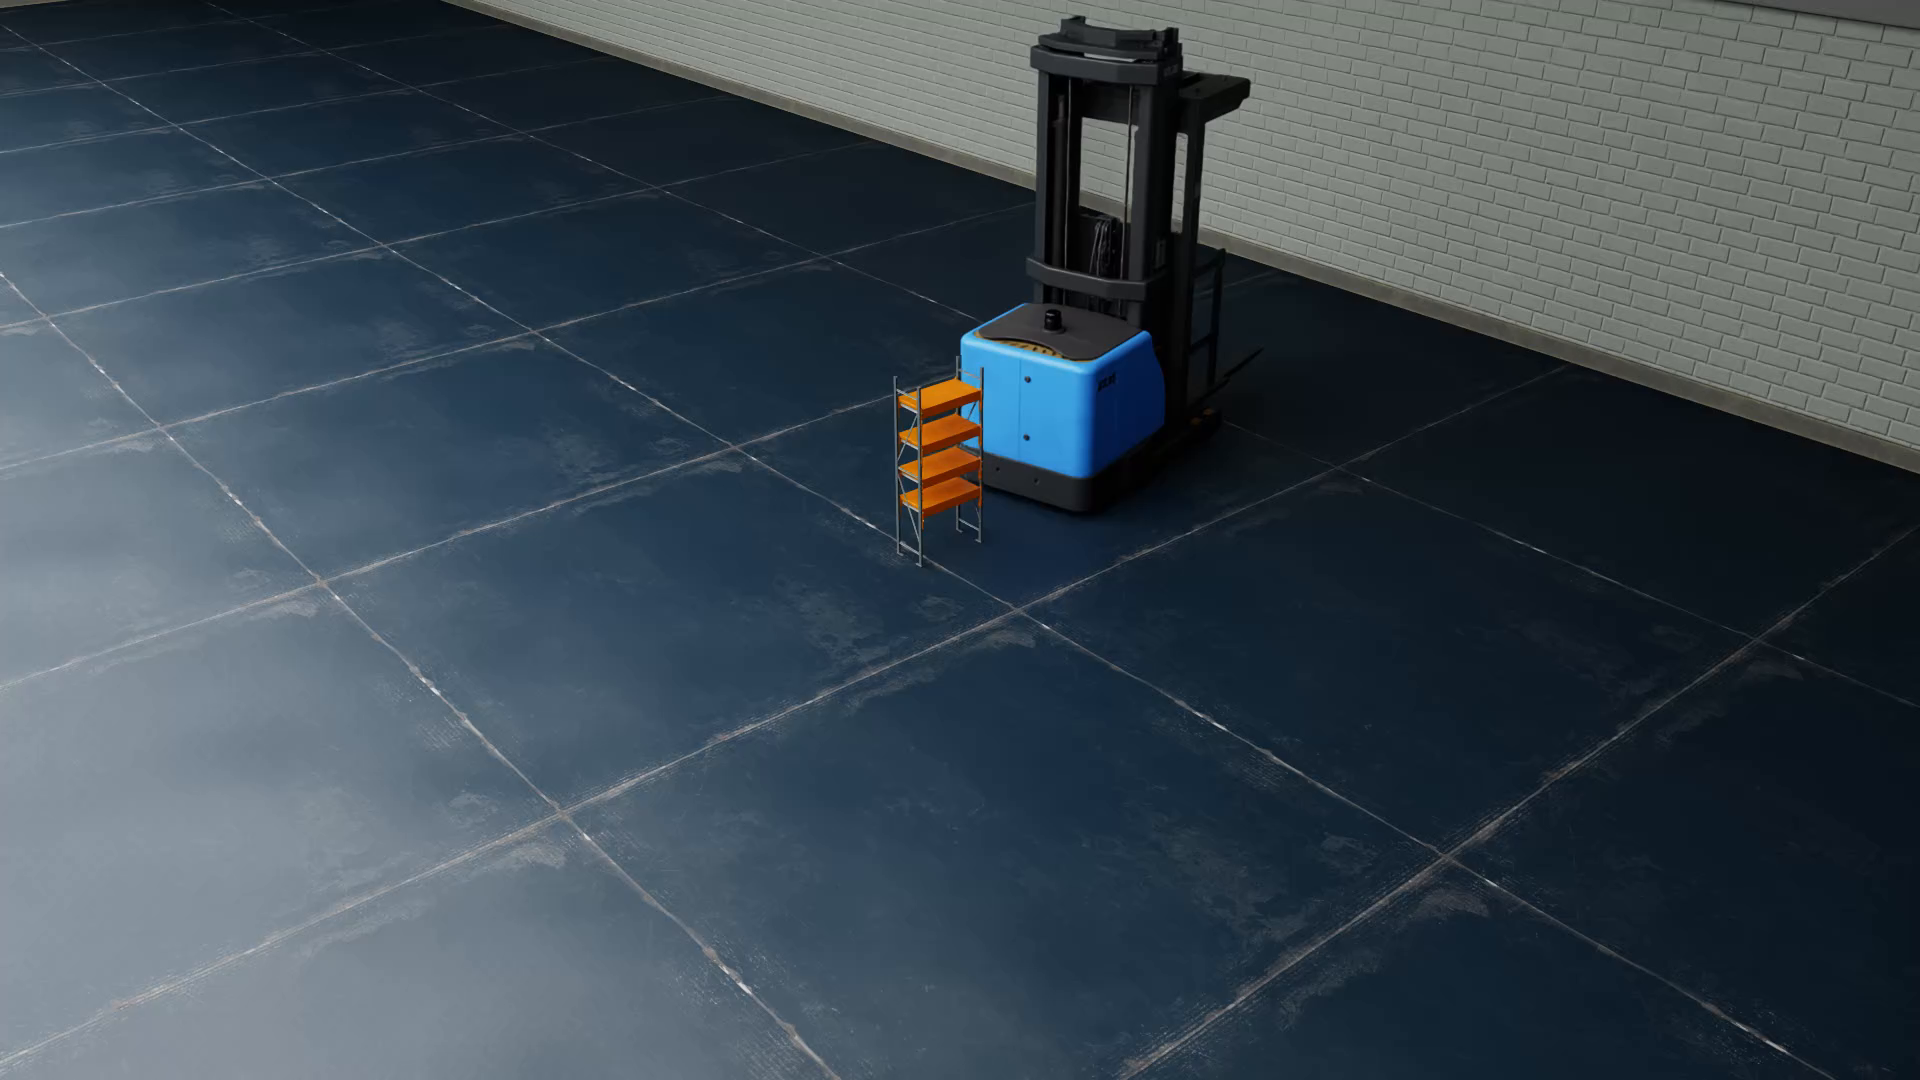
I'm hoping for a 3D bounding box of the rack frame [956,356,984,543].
[{"bbox_3d":[0.060,-0.553,10.370,0.015,1.200,0.240,-22,35,-35],"label":"rack frame"}]

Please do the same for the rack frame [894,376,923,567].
[{"bbox_3d":[-0.312,-0.404,10.091,0.015,1.200,0.240,-22,35,-35],"label":"rack frame"}]

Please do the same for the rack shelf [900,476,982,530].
[{"bbox_3d":[-0.126,-0.244,10.356,0.480,0.148,0.258,-22,35,-35],"label":"rack shelf"}]

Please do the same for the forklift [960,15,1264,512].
[{"bbox_3d":[1.239,-2.119,11.464,1.130,2.935,3.031,18,33,30],"label":"forklift"}]

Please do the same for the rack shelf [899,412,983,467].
[{"bbox_3d":[-0.126,-0.616,10.157,0.480,0.148,0.258,-22,35,-35],"label":"rack shelf"}]

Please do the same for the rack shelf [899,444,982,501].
[{"bbox_3d":[-0.126,-0.419,10.262,0.480,0.148,0.258,-22,35,-35],"label":"rack shelf"}]

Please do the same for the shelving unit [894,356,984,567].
[{"bbox_3d":[-0.126,-0.479,10.231,0.503,1.200,0.258,-22,35,-35],"label":"shelving unit"}]

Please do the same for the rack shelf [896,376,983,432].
[{"bbox_3d":[-0.126,-0.825,10.046,0.480,0.148,0.258,-22,35,-35],"label":"rack shelf"}]
